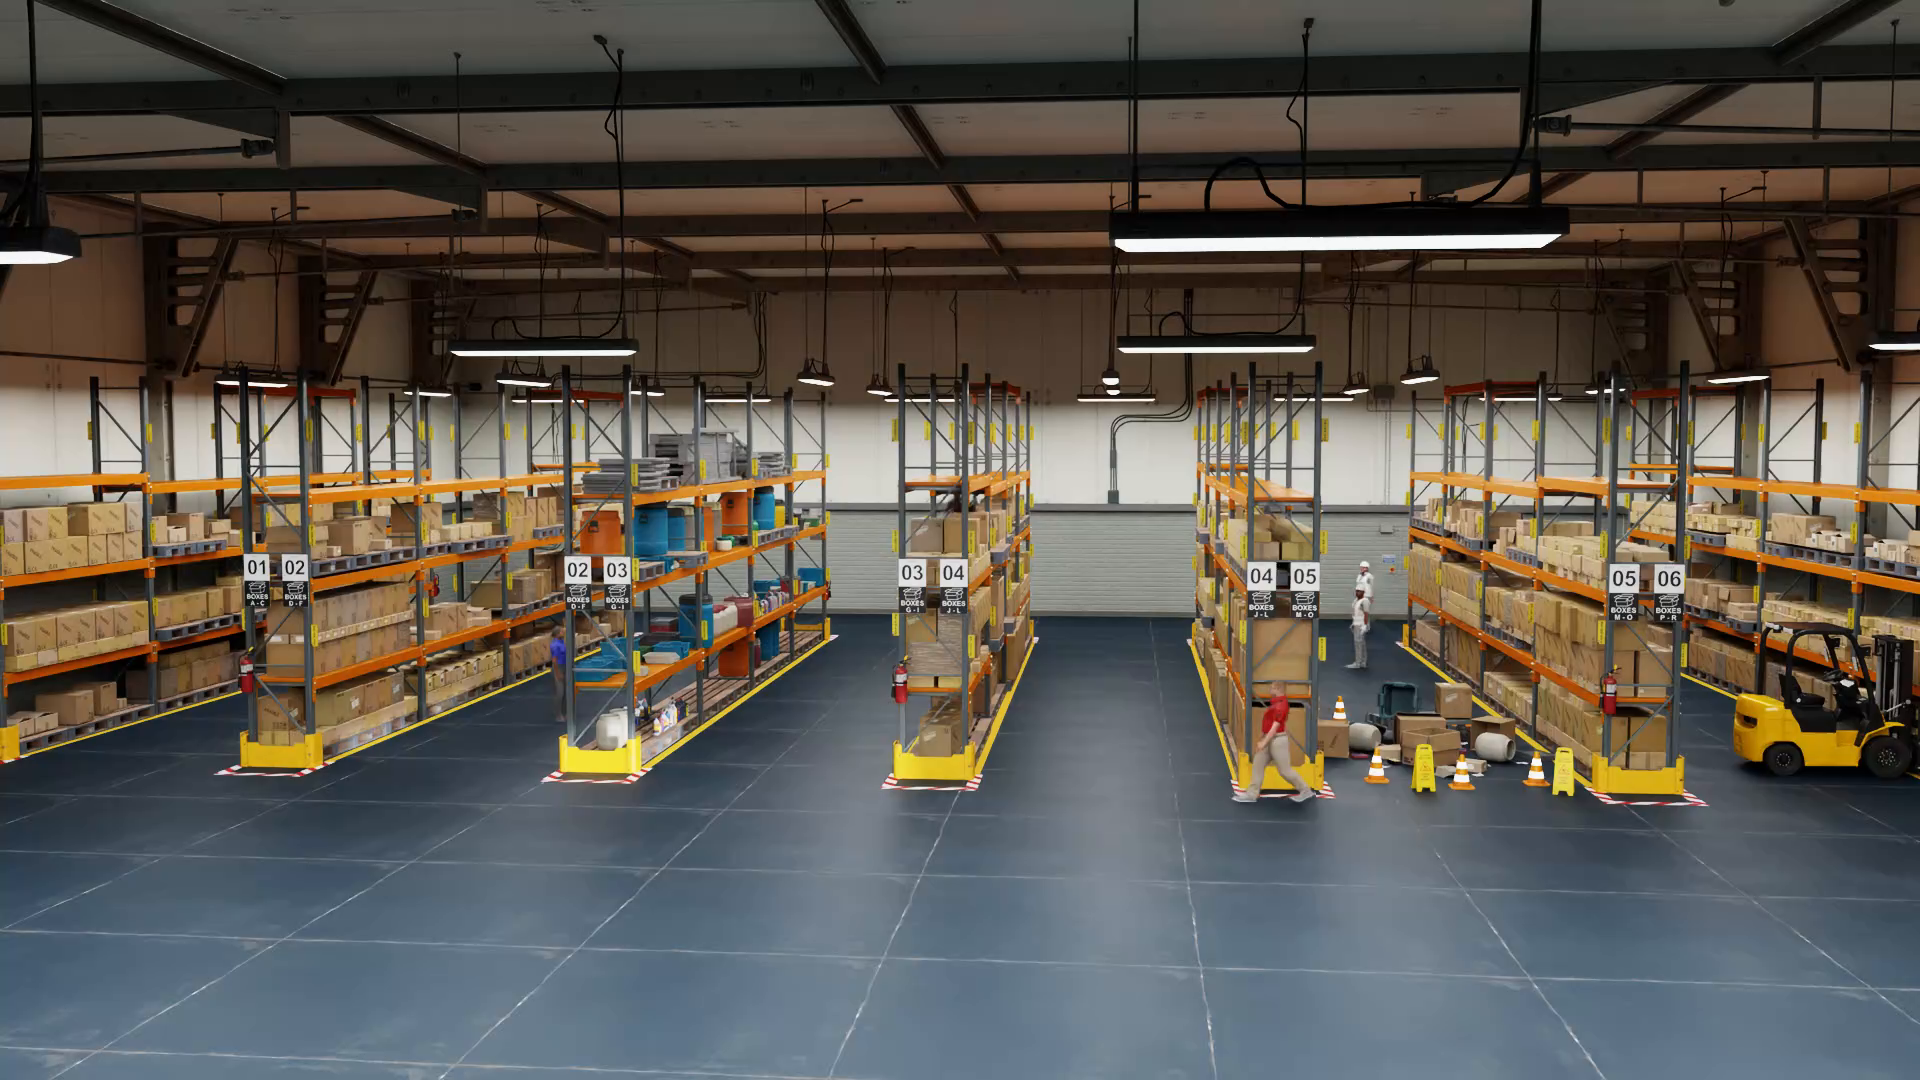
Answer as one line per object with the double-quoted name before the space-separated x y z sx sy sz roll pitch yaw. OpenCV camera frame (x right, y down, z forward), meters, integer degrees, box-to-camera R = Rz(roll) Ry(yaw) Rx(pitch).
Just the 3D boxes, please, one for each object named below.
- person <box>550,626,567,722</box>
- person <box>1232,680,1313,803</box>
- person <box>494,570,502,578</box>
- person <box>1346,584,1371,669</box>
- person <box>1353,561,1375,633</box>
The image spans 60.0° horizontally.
"person" -6.929 2.354 29.085 0.457 1.714 0.471 2 4 30
"person" 4.222 2.720 22.354 1.024 1.680 0.512 -1 4 -14
"person" -11.311 1.548 40.960 0.595 1.630 0.973 0 4 5
"person" 8.504 1.837 35.522 0.507 1.786 0.619 1 4 11
"person" 10.102 1.433 41.722 0.512 1.793 0.513 -1 4 -16
